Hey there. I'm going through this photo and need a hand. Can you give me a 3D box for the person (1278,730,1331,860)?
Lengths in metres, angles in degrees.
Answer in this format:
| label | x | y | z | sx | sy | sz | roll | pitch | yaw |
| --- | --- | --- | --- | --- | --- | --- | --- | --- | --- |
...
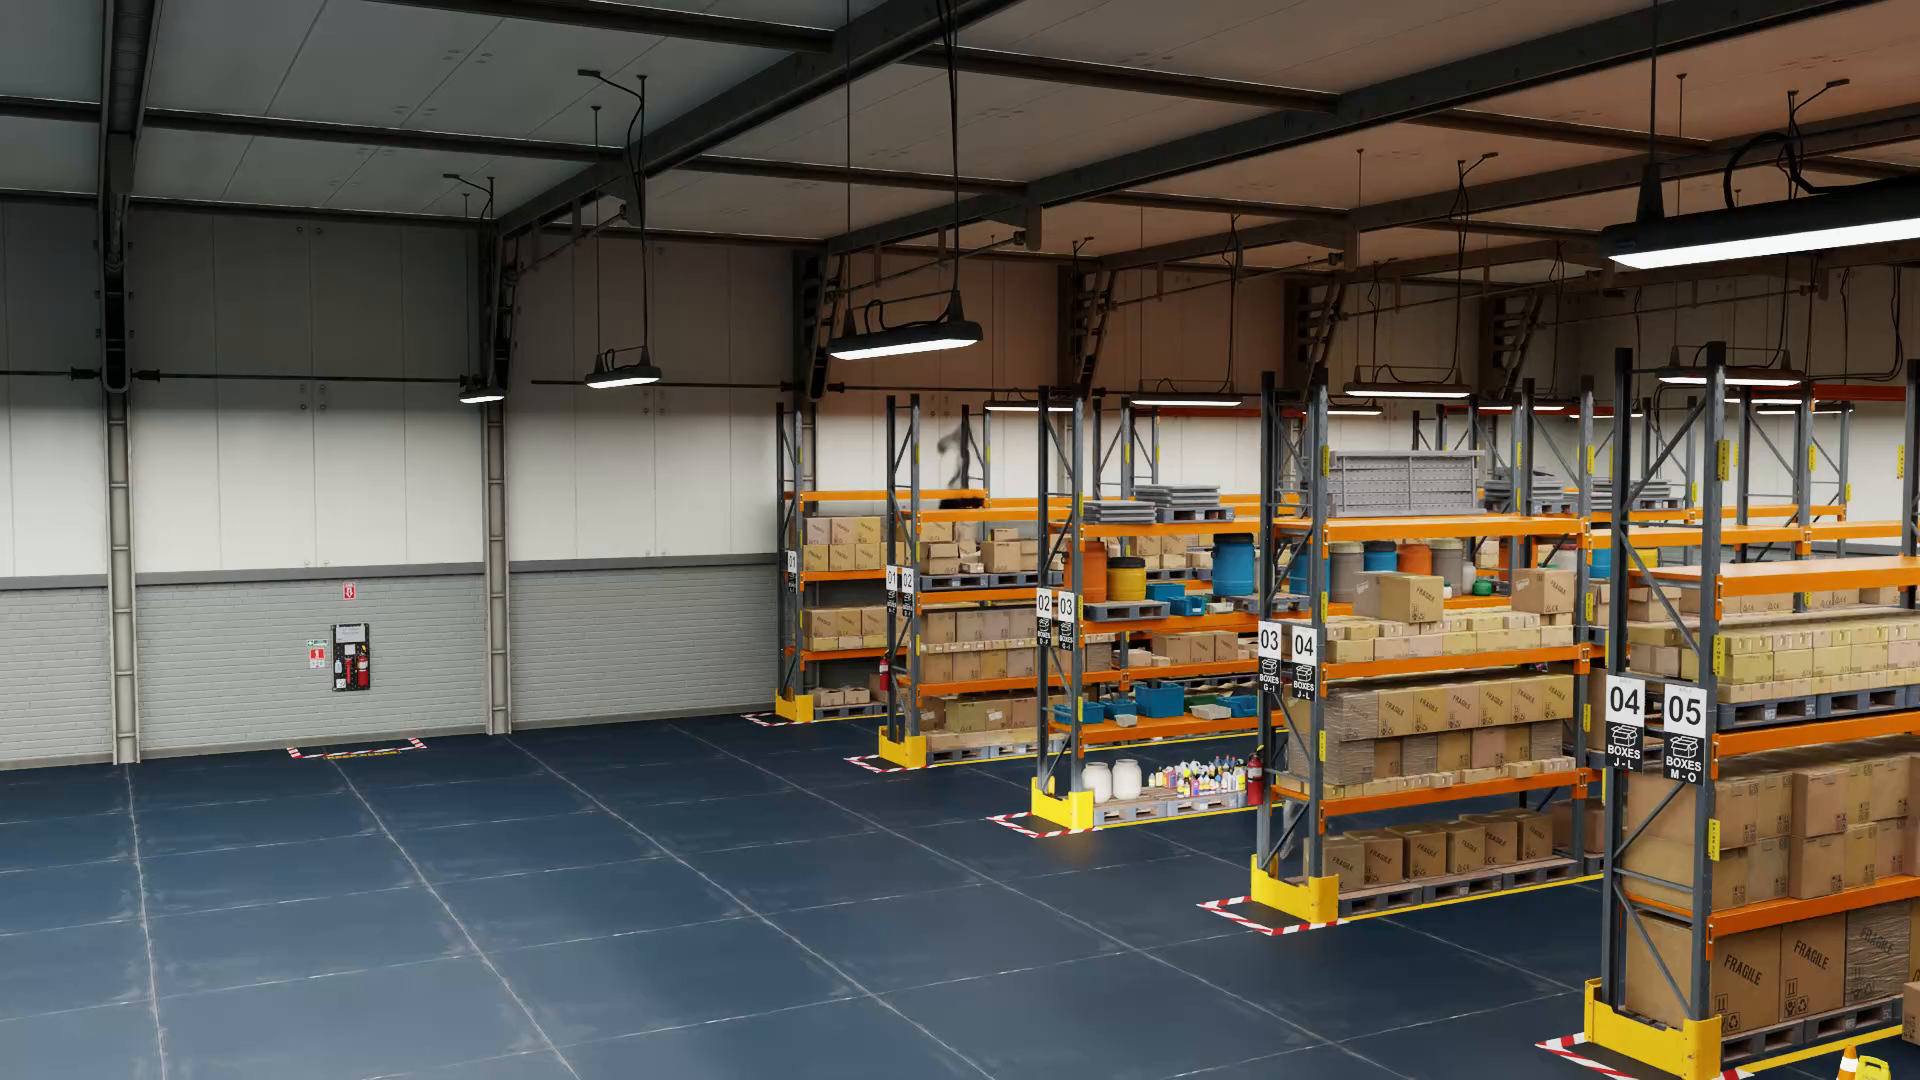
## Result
| label | x | y | z | sx | sy | sz | roll | pitch | yaw |
| --- | --- | --- | --- | --- | --- | --- | --- | --- | --- |
| person | 4.381 | 3.147 | 21.094 | 0.617 | 1.687 | 1.058 | 3 | 4 | 44 |
